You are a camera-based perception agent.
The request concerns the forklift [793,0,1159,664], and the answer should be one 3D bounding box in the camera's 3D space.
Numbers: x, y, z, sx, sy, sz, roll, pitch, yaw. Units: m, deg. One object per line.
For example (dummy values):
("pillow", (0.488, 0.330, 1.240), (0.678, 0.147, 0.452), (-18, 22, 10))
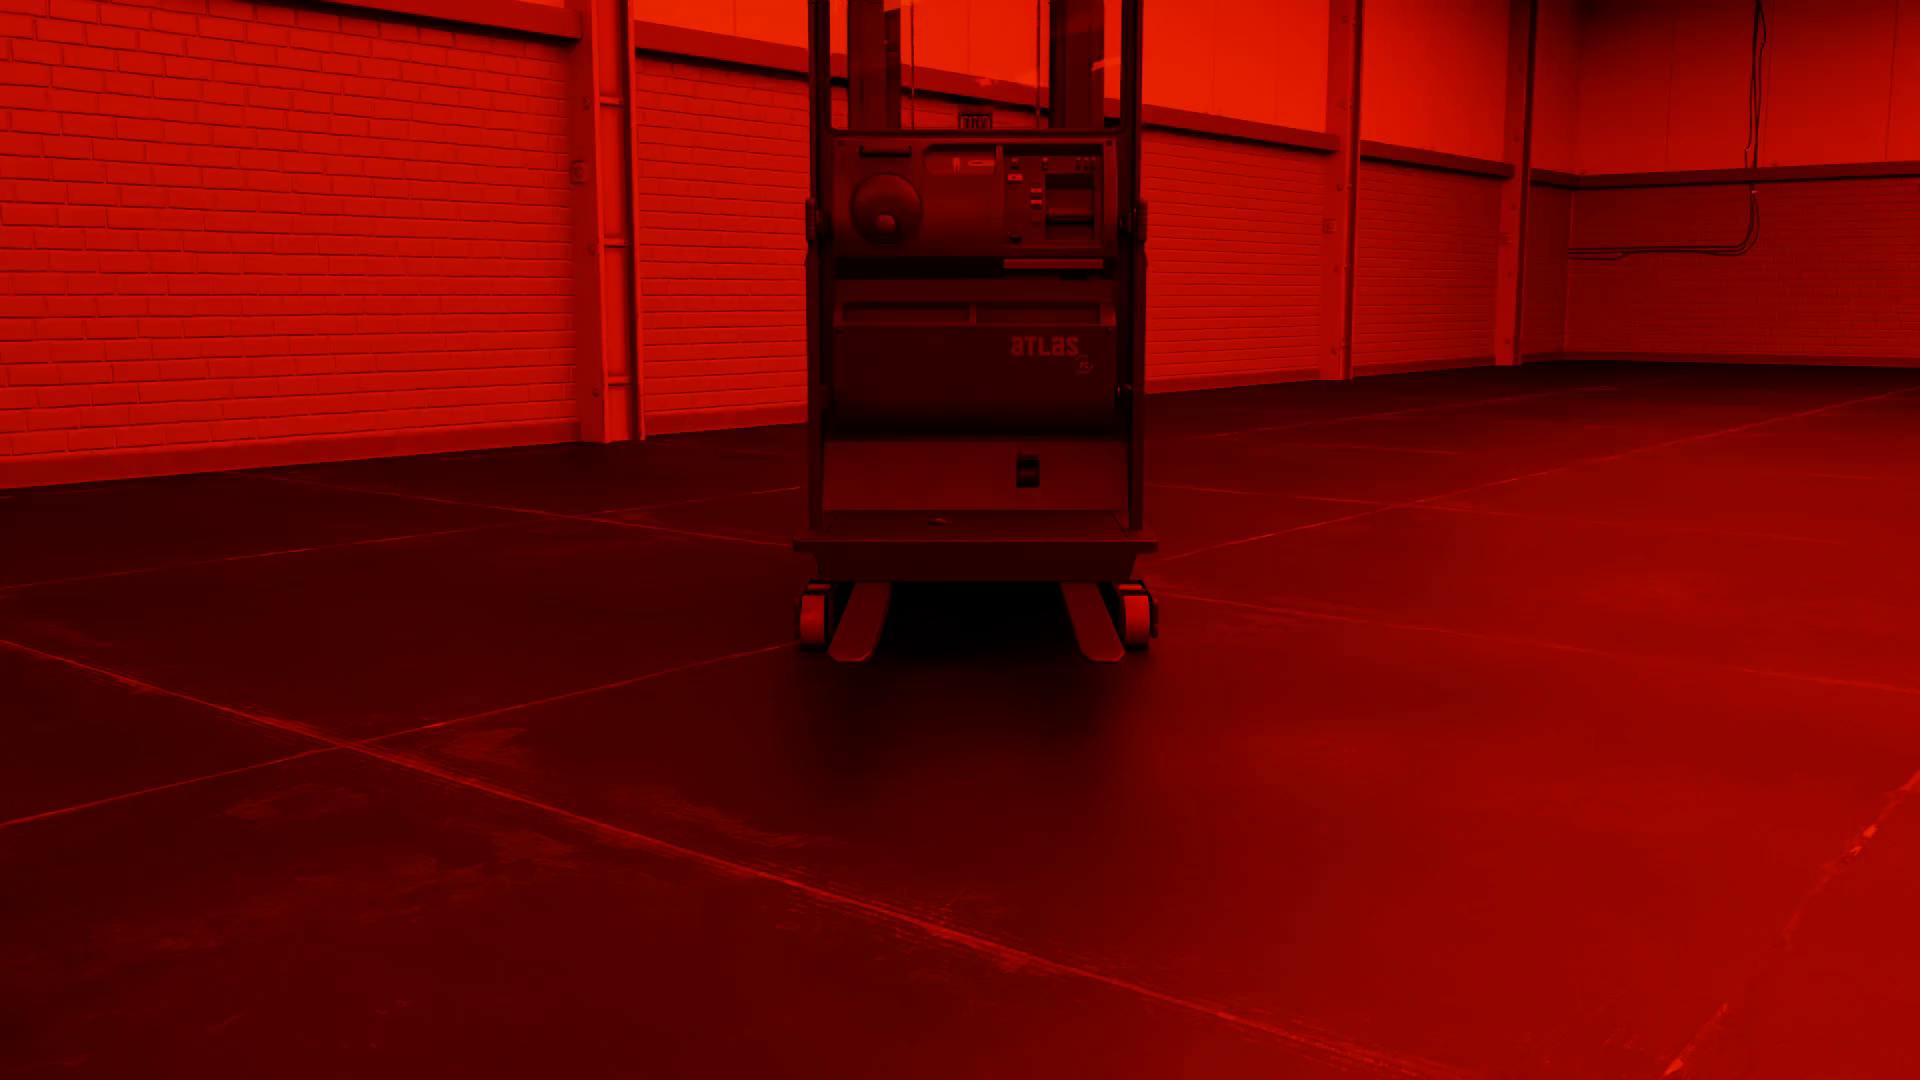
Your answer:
("forklift", (0.049, -1.164, 5.236), (1.130, 2.935, 3.031), (0, 8, 0))
